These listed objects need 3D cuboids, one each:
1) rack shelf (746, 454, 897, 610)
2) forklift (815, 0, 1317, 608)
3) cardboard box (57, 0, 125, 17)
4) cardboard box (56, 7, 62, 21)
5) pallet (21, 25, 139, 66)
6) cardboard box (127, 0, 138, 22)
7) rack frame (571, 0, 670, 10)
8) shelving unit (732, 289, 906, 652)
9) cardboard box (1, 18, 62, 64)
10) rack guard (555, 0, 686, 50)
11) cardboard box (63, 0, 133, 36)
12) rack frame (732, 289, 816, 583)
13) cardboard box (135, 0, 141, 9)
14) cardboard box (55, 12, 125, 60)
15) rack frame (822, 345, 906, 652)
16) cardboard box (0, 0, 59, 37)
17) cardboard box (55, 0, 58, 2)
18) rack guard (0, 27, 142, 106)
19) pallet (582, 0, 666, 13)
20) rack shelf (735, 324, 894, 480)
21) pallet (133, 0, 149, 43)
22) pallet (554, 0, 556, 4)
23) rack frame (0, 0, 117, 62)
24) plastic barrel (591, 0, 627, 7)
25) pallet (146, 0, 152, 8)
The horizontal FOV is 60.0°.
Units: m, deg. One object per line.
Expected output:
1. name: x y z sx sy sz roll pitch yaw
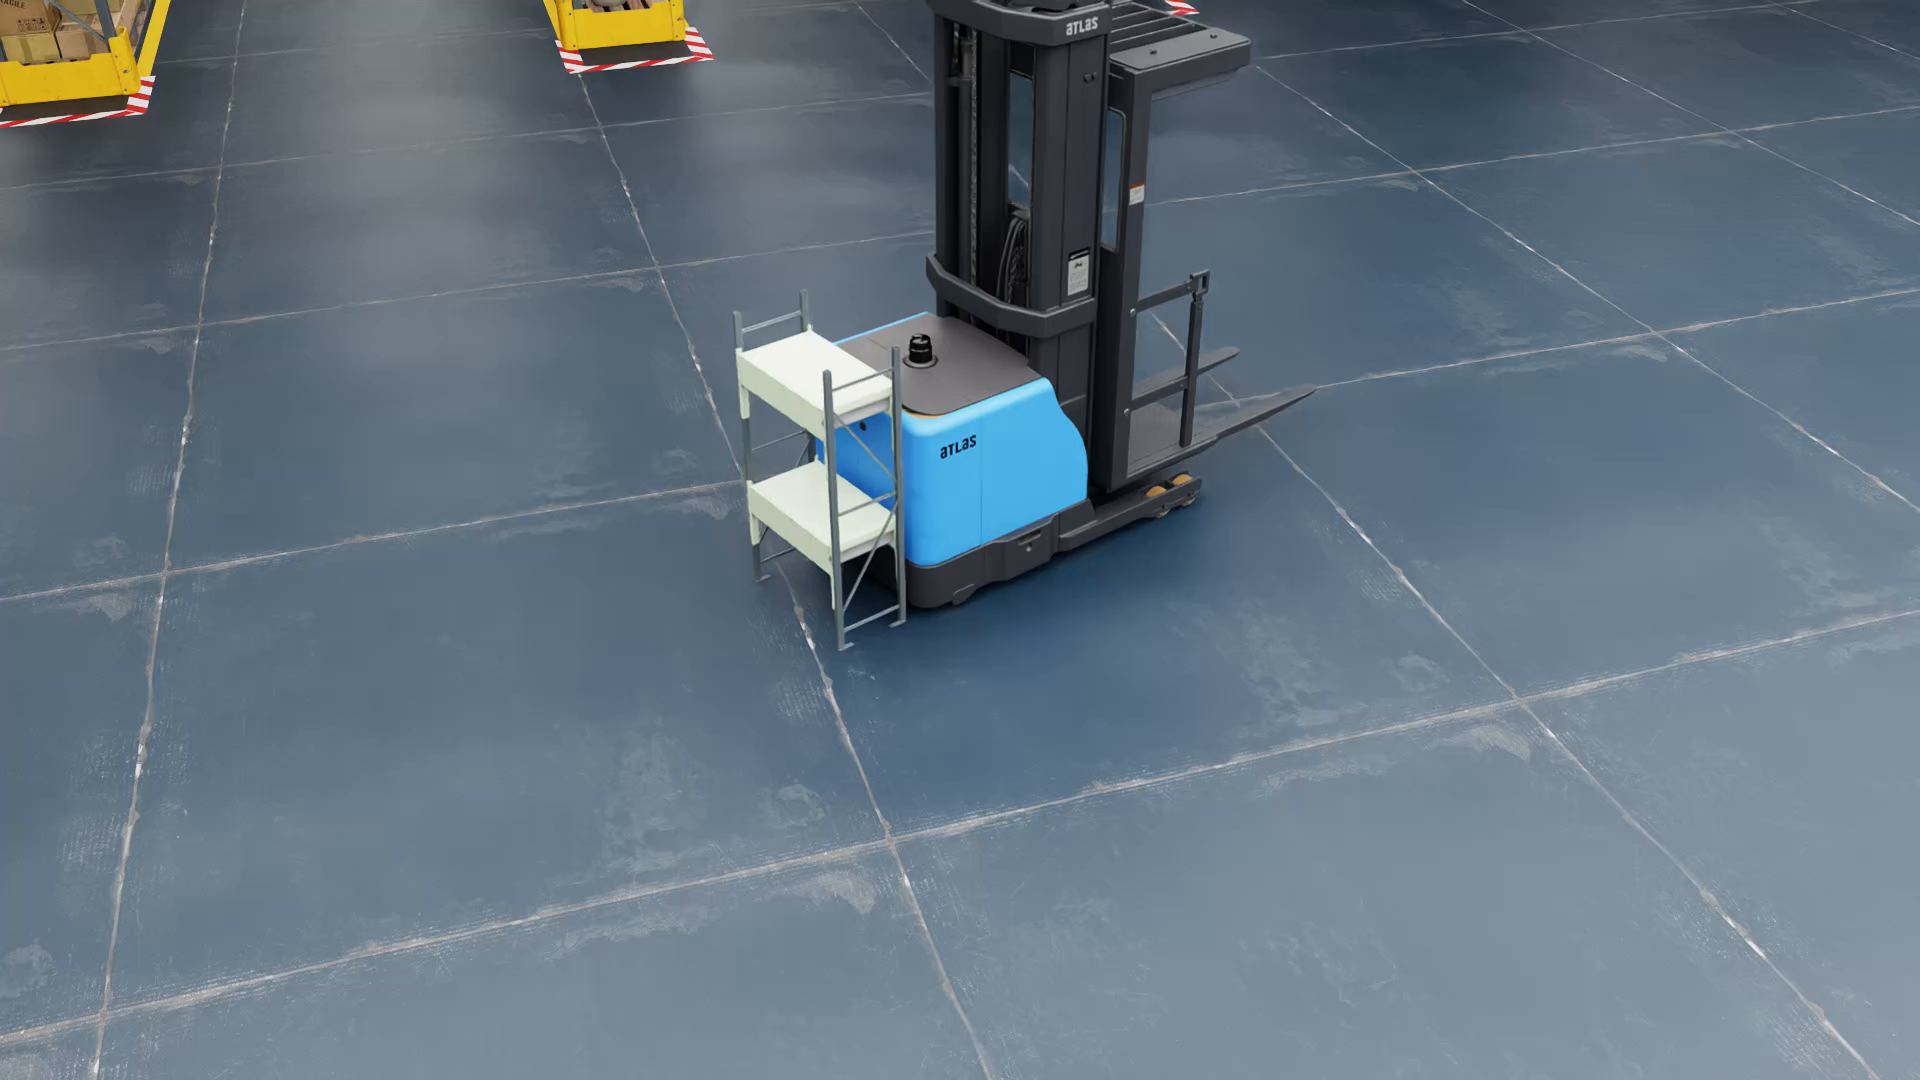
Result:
1. rack shelf: -0.654 -0.049 8.055 0.431 0.370 0.720 -24 40 -31
2. forklift: 0.685 -1.550 8.437 3.031 2.935 1.130 -24 40 -31
3. cardboard box: -8.003 -5.136 15.235 0.500 0.500 0.500 -10 35 -15
4. cardboard box: -8.506 -4.734 15.307 0.500 0.250 0.500 -10 35 -15
5. pallet: -8.170 -4.445 15.285 1.003 0.211 1.213 -10 35 -15
6. cardboard box: -8.157 -5.085 15.838 0.500 0.250 0.500 -10 35 -15
7. rack frame: -3.179 -6.045 15.177 1.000 3.000 0.127 -10 35 -15
8. shelving unit: -0.654 -0.321 7.875 0.431 1.500 0.755 -24 40 -31
9. cardboard box: -8.342 -4.474 14.913 0.500 0.250 0.500 -10 35 -15
10. rack guard: -3.246 -5.034 15.915 1.175 0.500 0.348 -10 35 -15
11. cardboard box: -8.005 -4.823 15.441 0.500 0.250 0.500 -10 35 -15
12. rack frame: -0.880 -0.479 8.115 0.400 1.500 0.023 -24 40 -31
13. cardboard box: -8.305 -5.349 16.237 0.500 0.250 0.500 -10 35 -15
14. cardboard box: -7.849 -4.561 15.045 0.500 0.250 0.500 -10 35 -15
15. rack frame: -0.427 -0.163 7.636 0.400 1.500 0.023 -24 40 -31
16. cardboard box: -8.344 -4.786 14.706 0.500 0.500 0.500 -10 35 -15
17. cardboard box: -8.663 -5.309 15.496 0.500 0.500 0.500 -10 35 -15
18. rack guard: -7.890 -4.159 14.590 1.175 0.500 0.348 -10 35 -15
19. pallet: -3.489 -5.341 16.641 1.003 0.211 1.213 -10 35 -15
20. rack shelf: -0.654 -0.647 7.660 0.431 0.370 0.720 -24 40 -31
21. pallet: -8.539 -5.085 16.253 1.003 0.211 1.213 -10 35 -15
22. pallet: -3.858 -5.980 17.609 1.003 0.211 1.213 -10 35 -15
23. rack frame: -7.897 -5.214 13.920 1.000 3.000 0.127 -10 35 -15
24. plastic barrel: -3.452 -5.515 16.251 0.421 0.512 0.421 0 33 0
25. pallet: -8.914 -5.726 17.224 1.003 0.211 1.213 -10 35 -15
